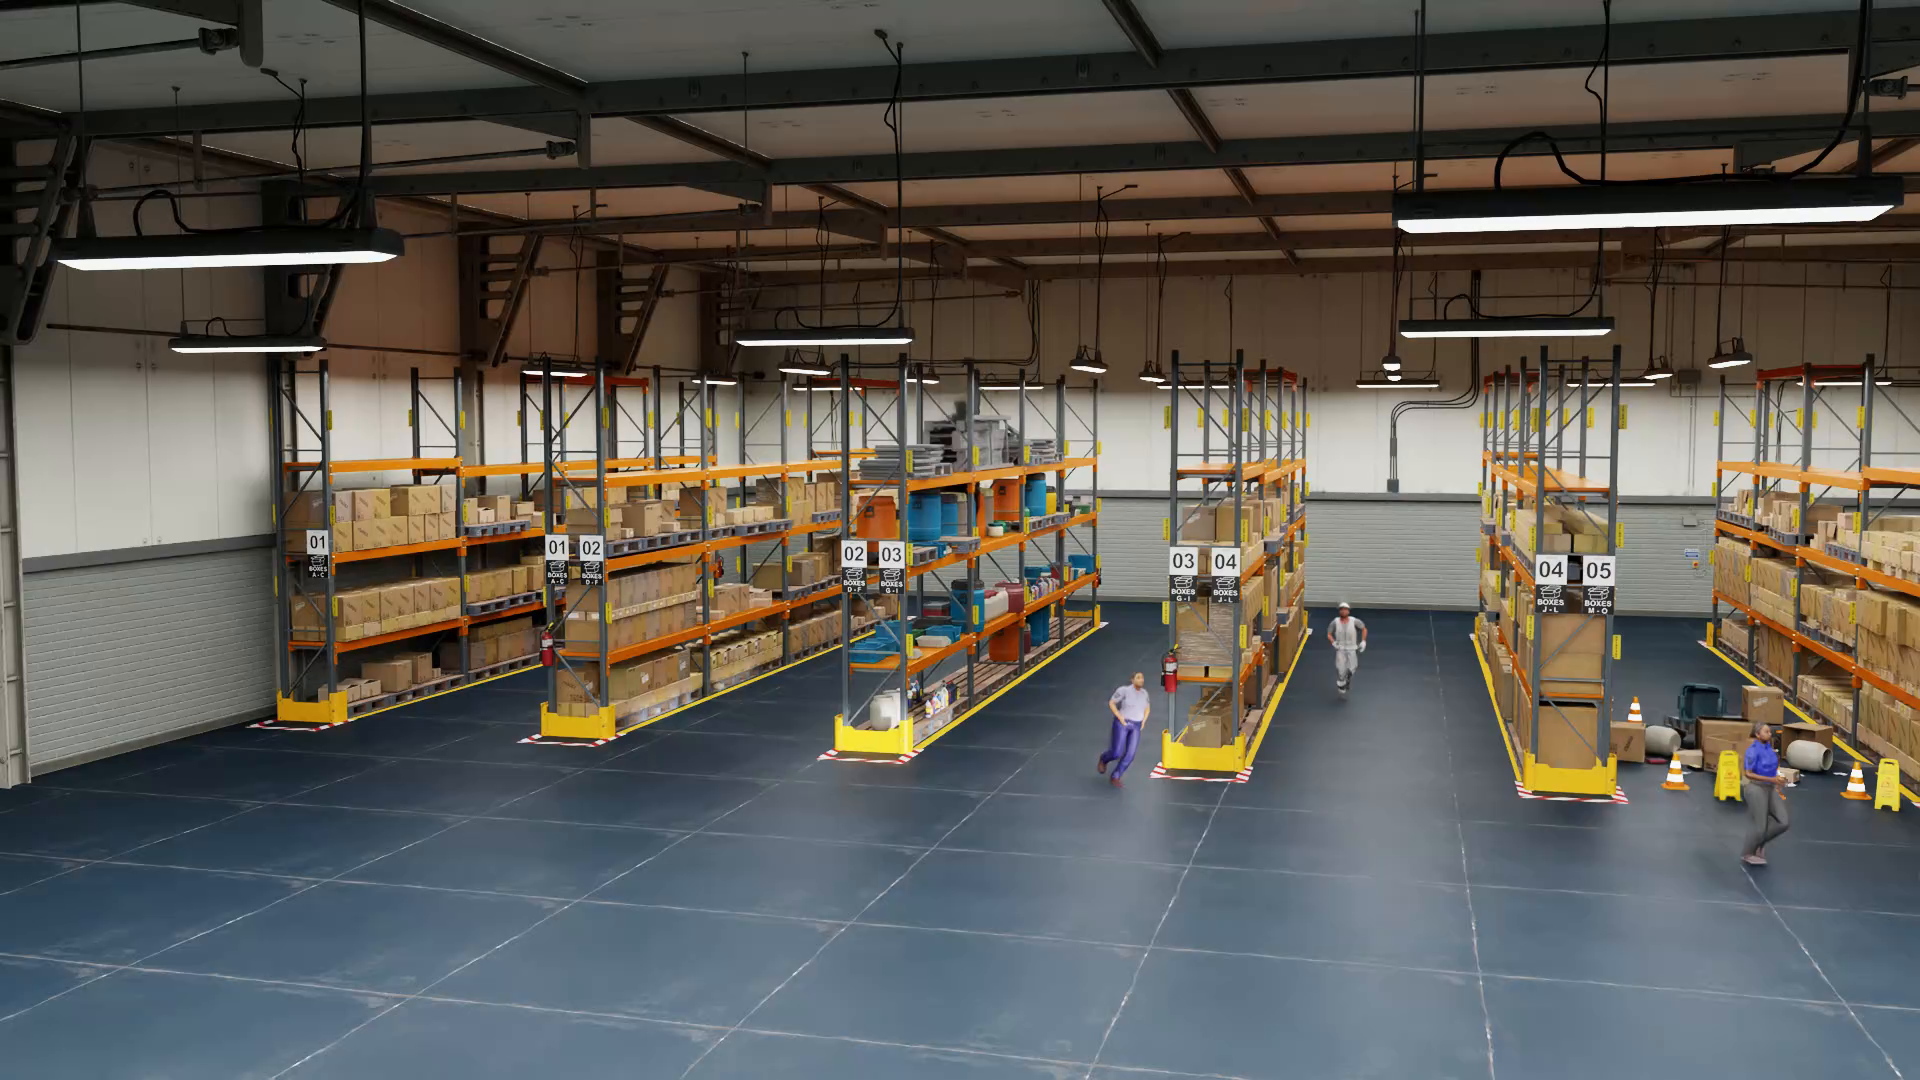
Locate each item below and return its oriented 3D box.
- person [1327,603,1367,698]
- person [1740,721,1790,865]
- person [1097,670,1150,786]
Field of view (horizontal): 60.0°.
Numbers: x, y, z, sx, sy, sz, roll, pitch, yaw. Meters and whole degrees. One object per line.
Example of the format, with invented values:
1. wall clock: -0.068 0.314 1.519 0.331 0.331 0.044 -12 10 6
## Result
1. person: 6.933 1.991 29.844 0.696 1.740 0.652 1 4 14
2. person: 9.048 2.846 18.618 0.564 1.614 0.558 -3 5 -32
3. person: 2.312 2.577 23.048 0.681 1.568 0.614 -1 4 -18
